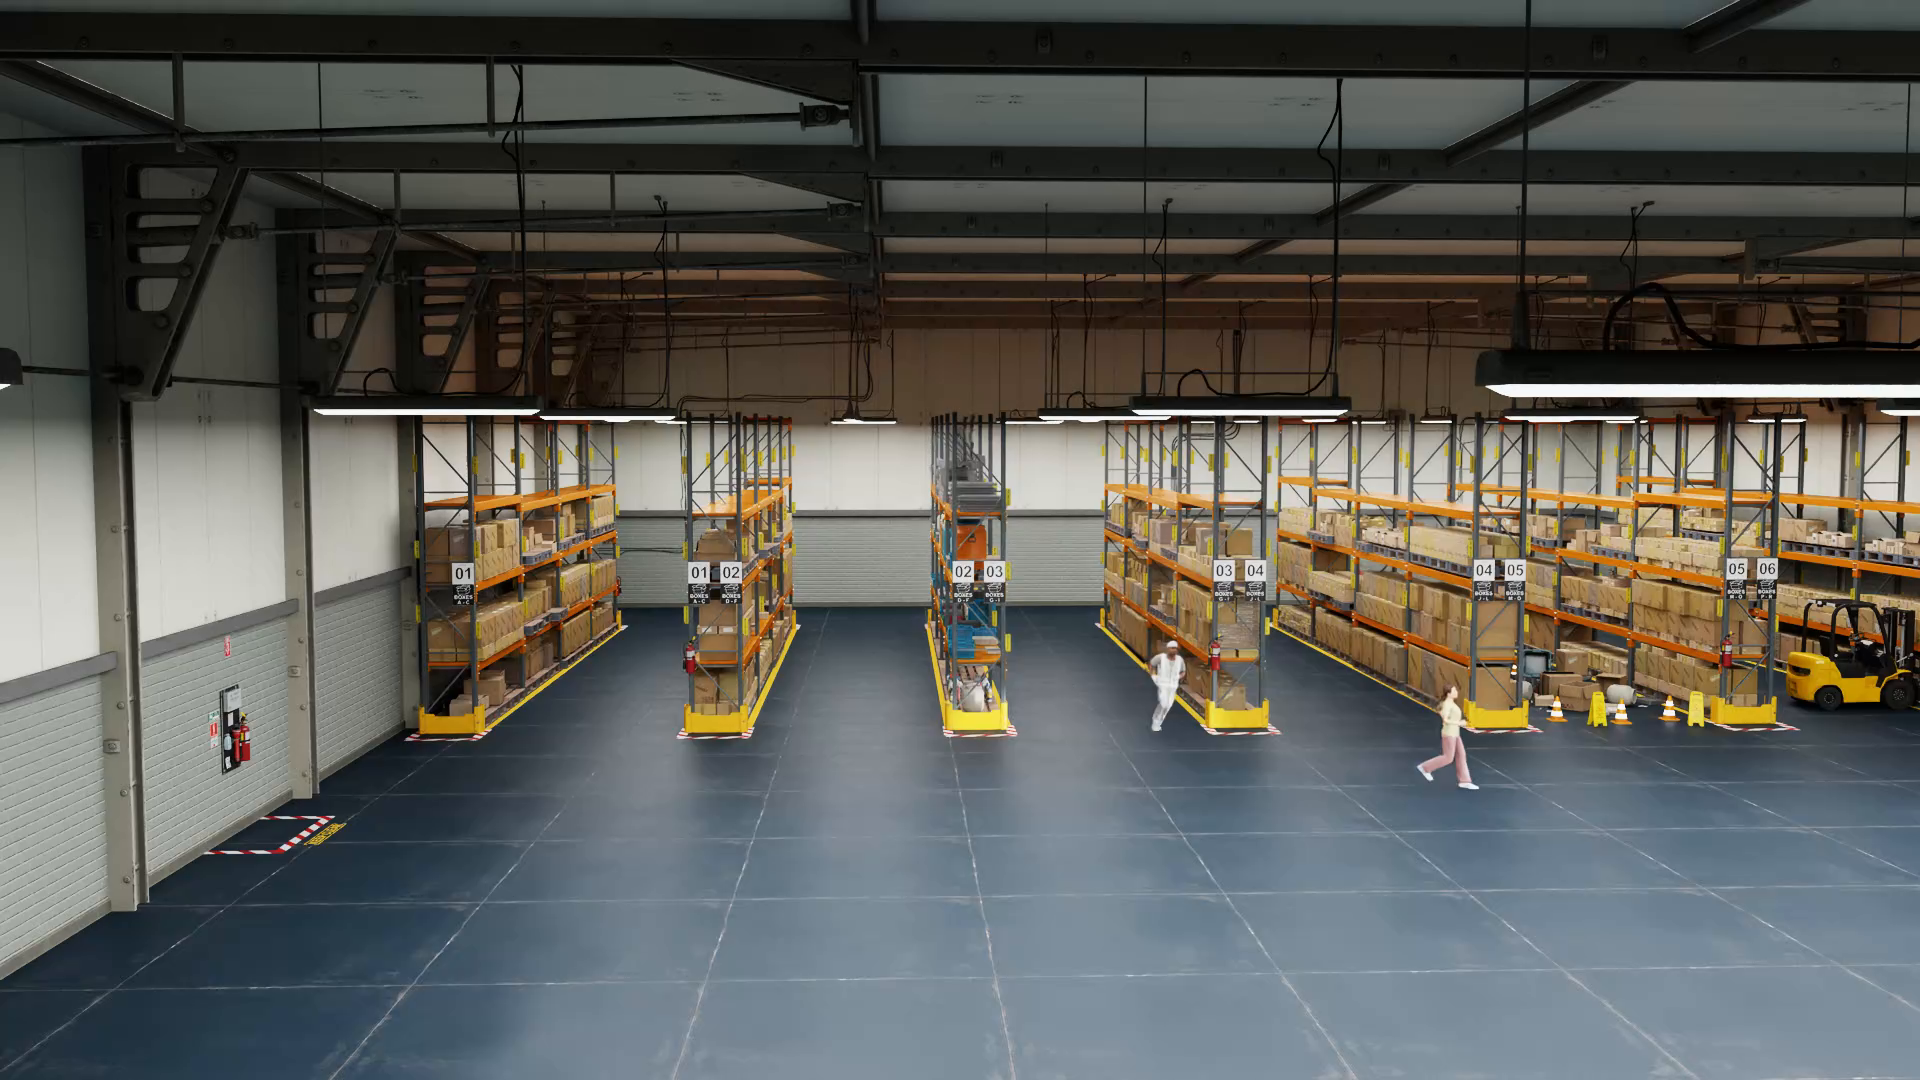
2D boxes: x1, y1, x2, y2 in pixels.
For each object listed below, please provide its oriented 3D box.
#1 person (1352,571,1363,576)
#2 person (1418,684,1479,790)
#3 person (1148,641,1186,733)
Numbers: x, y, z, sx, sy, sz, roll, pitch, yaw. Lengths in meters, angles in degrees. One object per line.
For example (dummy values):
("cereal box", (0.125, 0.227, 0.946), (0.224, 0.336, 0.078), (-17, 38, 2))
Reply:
("person", (11.646, 1.527, 49.247), (0.849, 1.786, 0.630), (0, 4, 1))
("person", (7.722, 3.095, 26.266), (0.934, 1.664, 0.578), (2, 4, 24))
("person", (3.894, 2.735, 31.131), (0.677, 1.705, 0.653), (-1, 4, -13))
